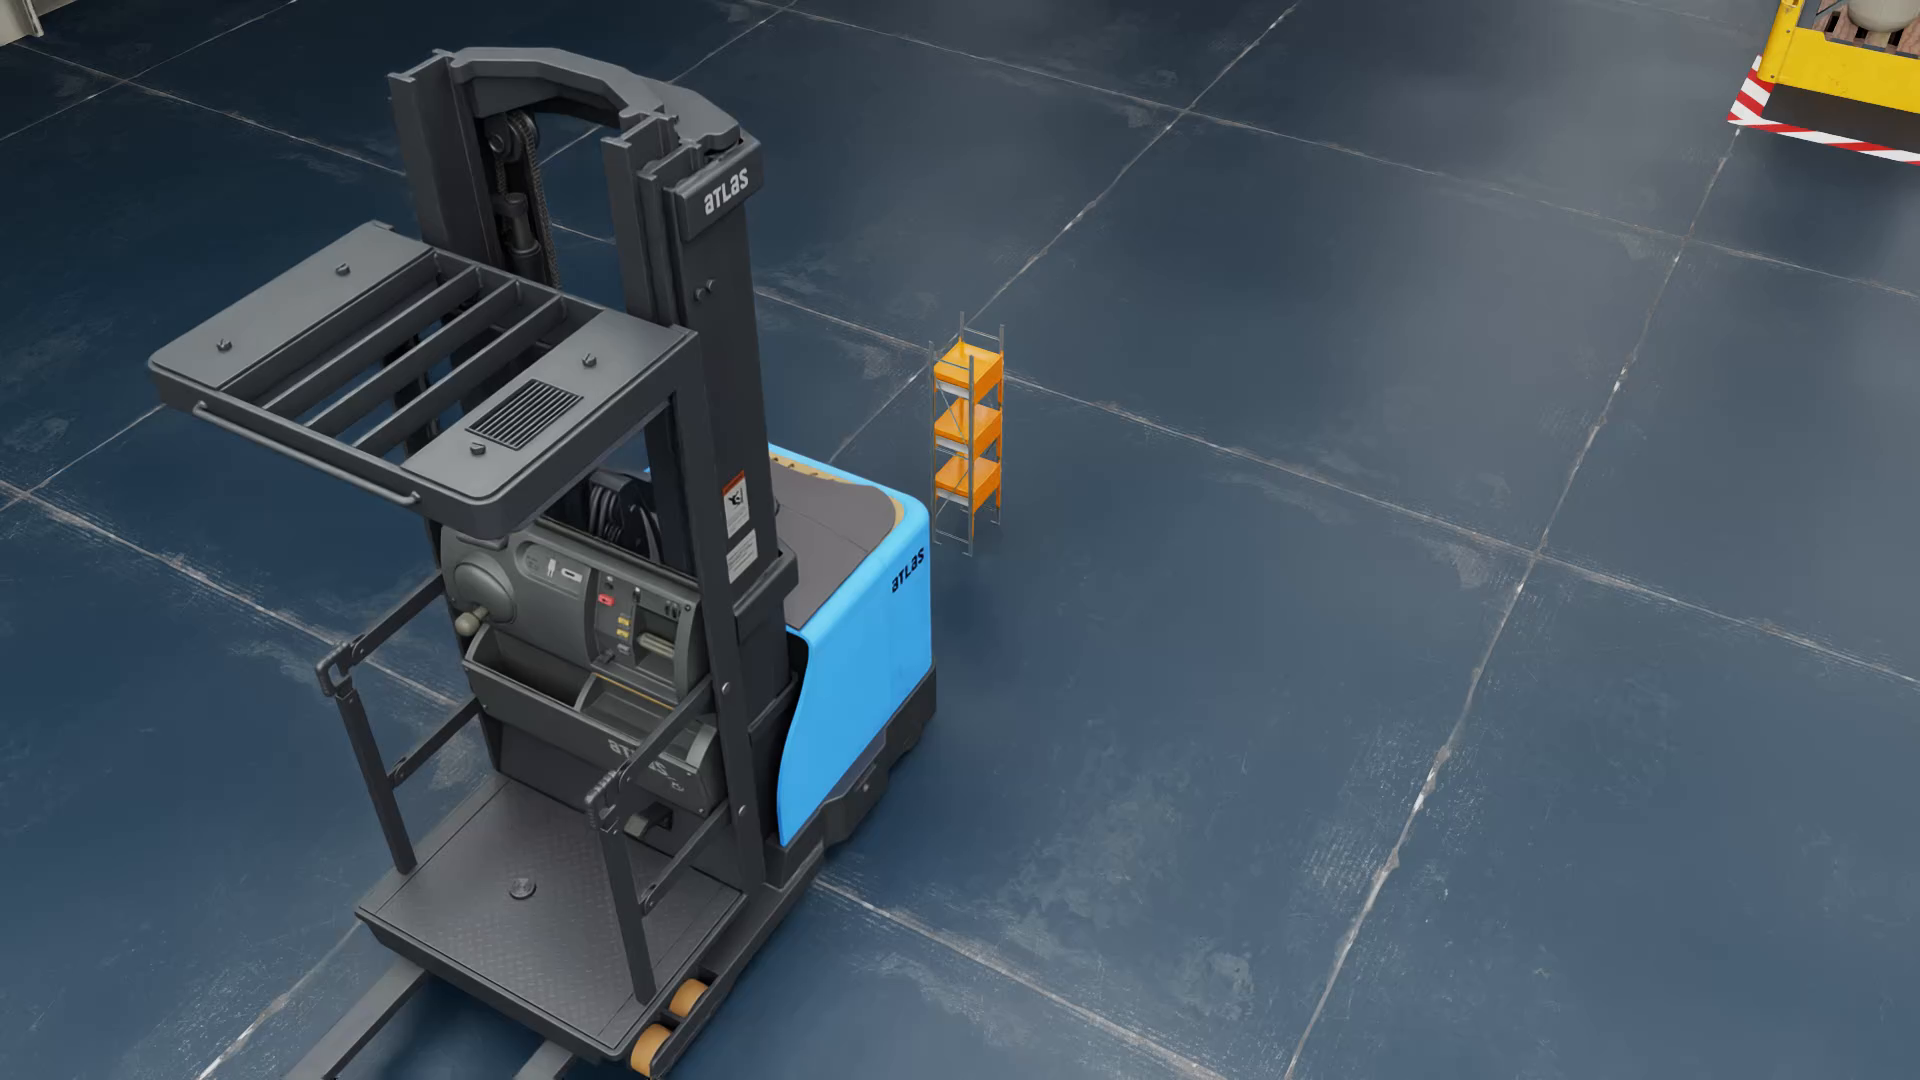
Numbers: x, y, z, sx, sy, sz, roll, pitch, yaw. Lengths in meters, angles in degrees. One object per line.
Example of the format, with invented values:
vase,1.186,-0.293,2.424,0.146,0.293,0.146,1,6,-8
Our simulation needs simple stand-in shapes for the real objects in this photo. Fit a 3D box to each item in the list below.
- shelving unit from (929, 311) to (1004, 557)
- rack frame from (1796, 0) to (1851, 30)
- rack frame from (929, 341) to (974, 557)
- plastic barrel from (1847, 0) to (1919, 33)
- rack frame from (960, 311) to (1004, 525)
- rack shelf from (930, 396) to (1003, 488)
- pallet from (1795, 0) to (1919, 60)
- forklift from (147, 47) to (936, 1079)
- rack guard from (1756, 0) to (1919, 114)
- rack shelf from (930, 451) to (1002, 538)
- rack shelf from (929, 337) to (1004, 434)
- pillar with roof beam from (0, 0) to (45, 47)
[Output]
shelving unit,0.027,-0.425,6.938,0.215,1.050,0.252,21,45,22
rack frame,5.651,-3.905,9.415,1.000,3.000,0.127,21,45,22
rack frame,-0.034,-0.355,6.859,0.200,1.050,0.008,21,45,22
plastic barrel,5.914,-3.531,10.555,0.421,0.512,0.421,0,41,0
rack frame,0.088,-0.494,7.017,0.200,1.050,0.008,21,45,22
rack shelf,0.027,-0.417,6.945,0.215,0.259,0.240,21,45,22
pallet,6.059,-3.381,10.929,1.003,0.211,1.213,21,45,22
forklift,-1.260,0.261,4.736,1.130,2.935,3.031,21,45,22
rack guard,5.648,-3.026,10.308,1.175,0.500,0.348,21,45,22
rack shelf,0.027,-0.208,7.128,0.215,0.259,0.240,21,45,22
rack shelf,0.027,-0.630,6.757,0.215,0.259,0.240,21,45,22
pillar with roof beam,-2.601,-5.263,6.417,9.100,9.000,0.400,21,45,22
